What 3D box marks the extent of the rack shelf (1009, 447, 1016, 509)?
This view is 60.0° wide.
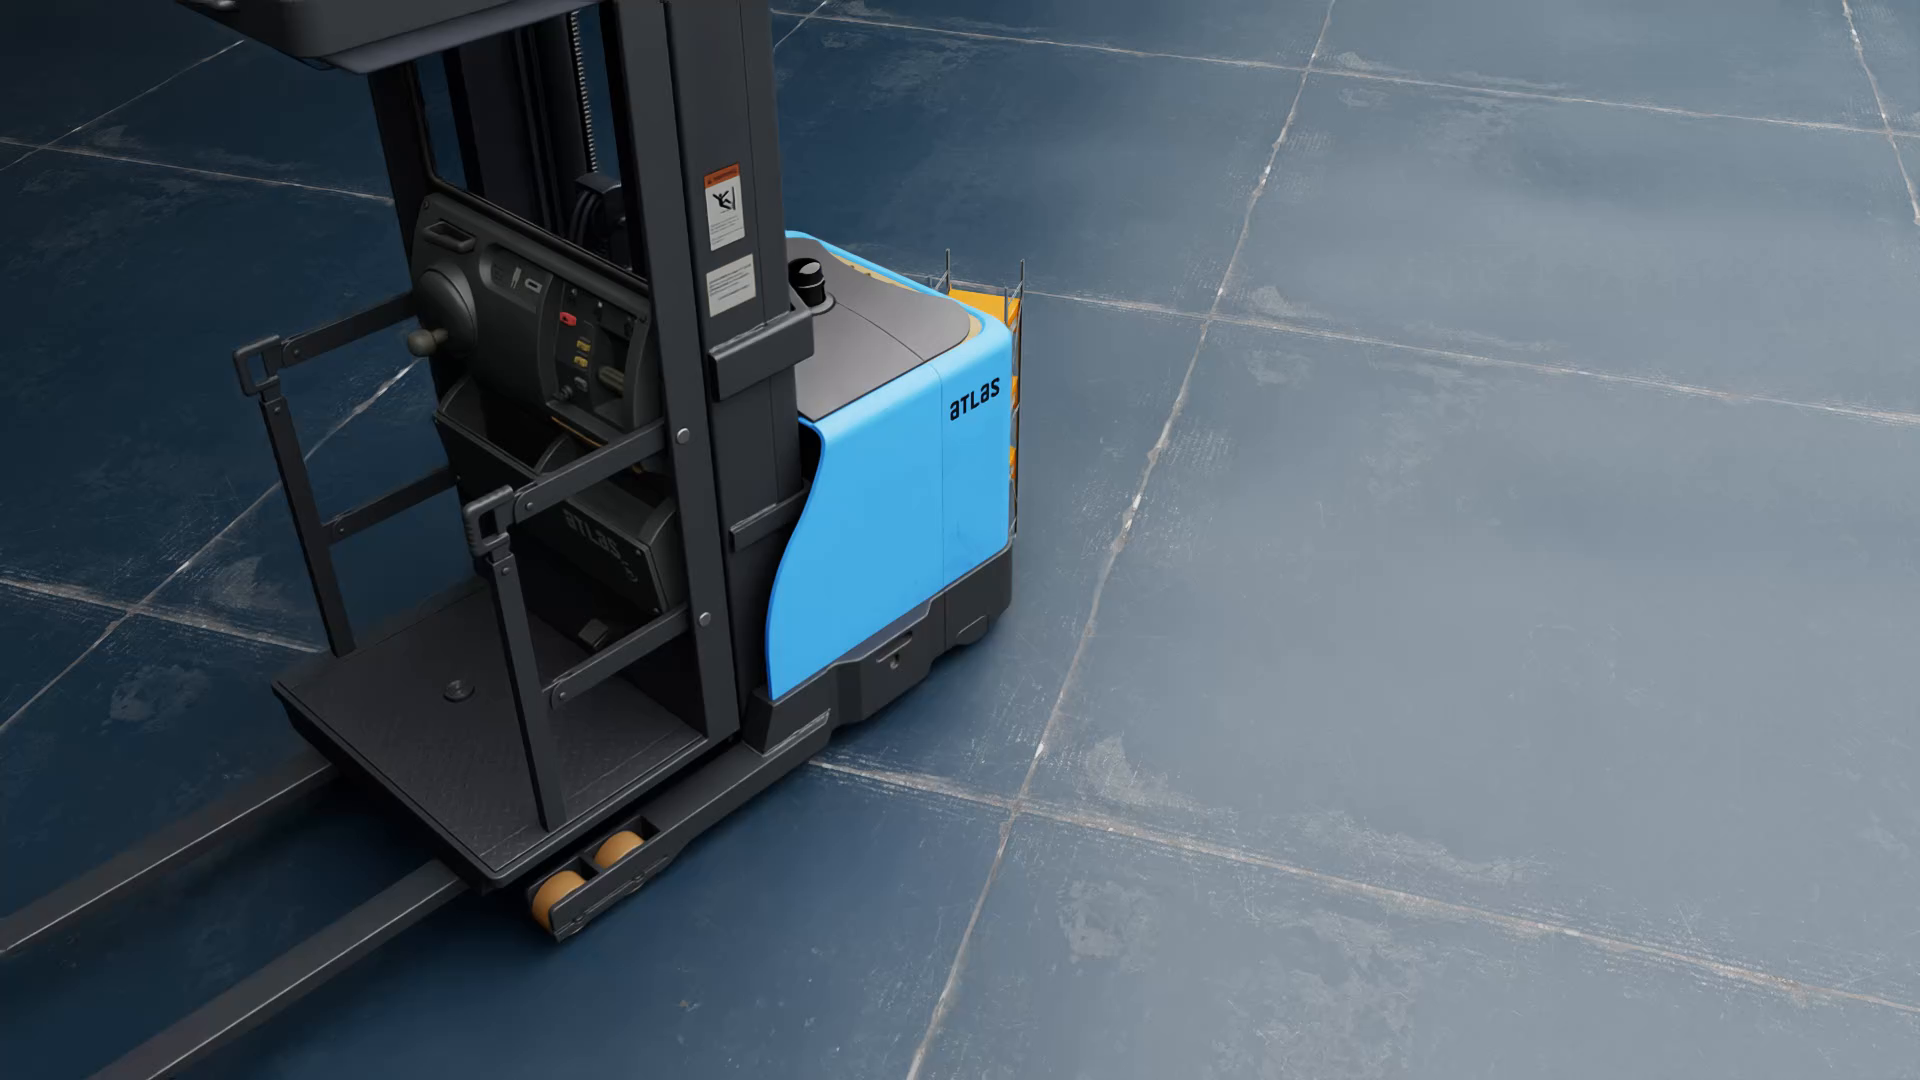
[{"bbox_3d":[0.051,-0.181,5.597,0.240,0.259,0.215,10,38,14],"label":"rack shelf"}]

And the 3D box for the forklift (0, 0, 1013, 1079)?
[{"bbox_3d":[-1.203,-0.491,3.944,1.130,2.935,3.031,29,45,33],"label":"forklift"}]

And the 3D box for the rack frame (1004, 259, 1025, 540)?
[{"bbox_3d":[0.168,-0.392,5.397,0.008,1.050,0.200,10,38,14],"label":"rack frame"}]

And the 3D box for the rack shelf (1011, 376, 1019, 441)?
[{"bbox_3d":[0.051,-0.405,5.432,0.240,0.259,0.215,10,38,14],"label":"rack shelf"}]

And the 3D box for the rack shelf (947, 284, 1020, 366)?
[{"bbox_3d":[0.051,-0.633,5.264,0.240,0.259,0.215,10,38,14],"label":"rack shelf"}]

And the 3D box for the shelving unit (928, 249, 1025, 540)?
[{"bbox_3d":[0.051,-0.413,5.426,0.252,1.050,0.215,10,38,14],"label":"shelving unit"}]

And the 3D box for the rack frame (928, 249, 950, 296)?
[{"bbox_3d":[-0.065,-0.435,5.455,0.008,1.050,0.200,10,38,14],"label":"rack frame"}]
